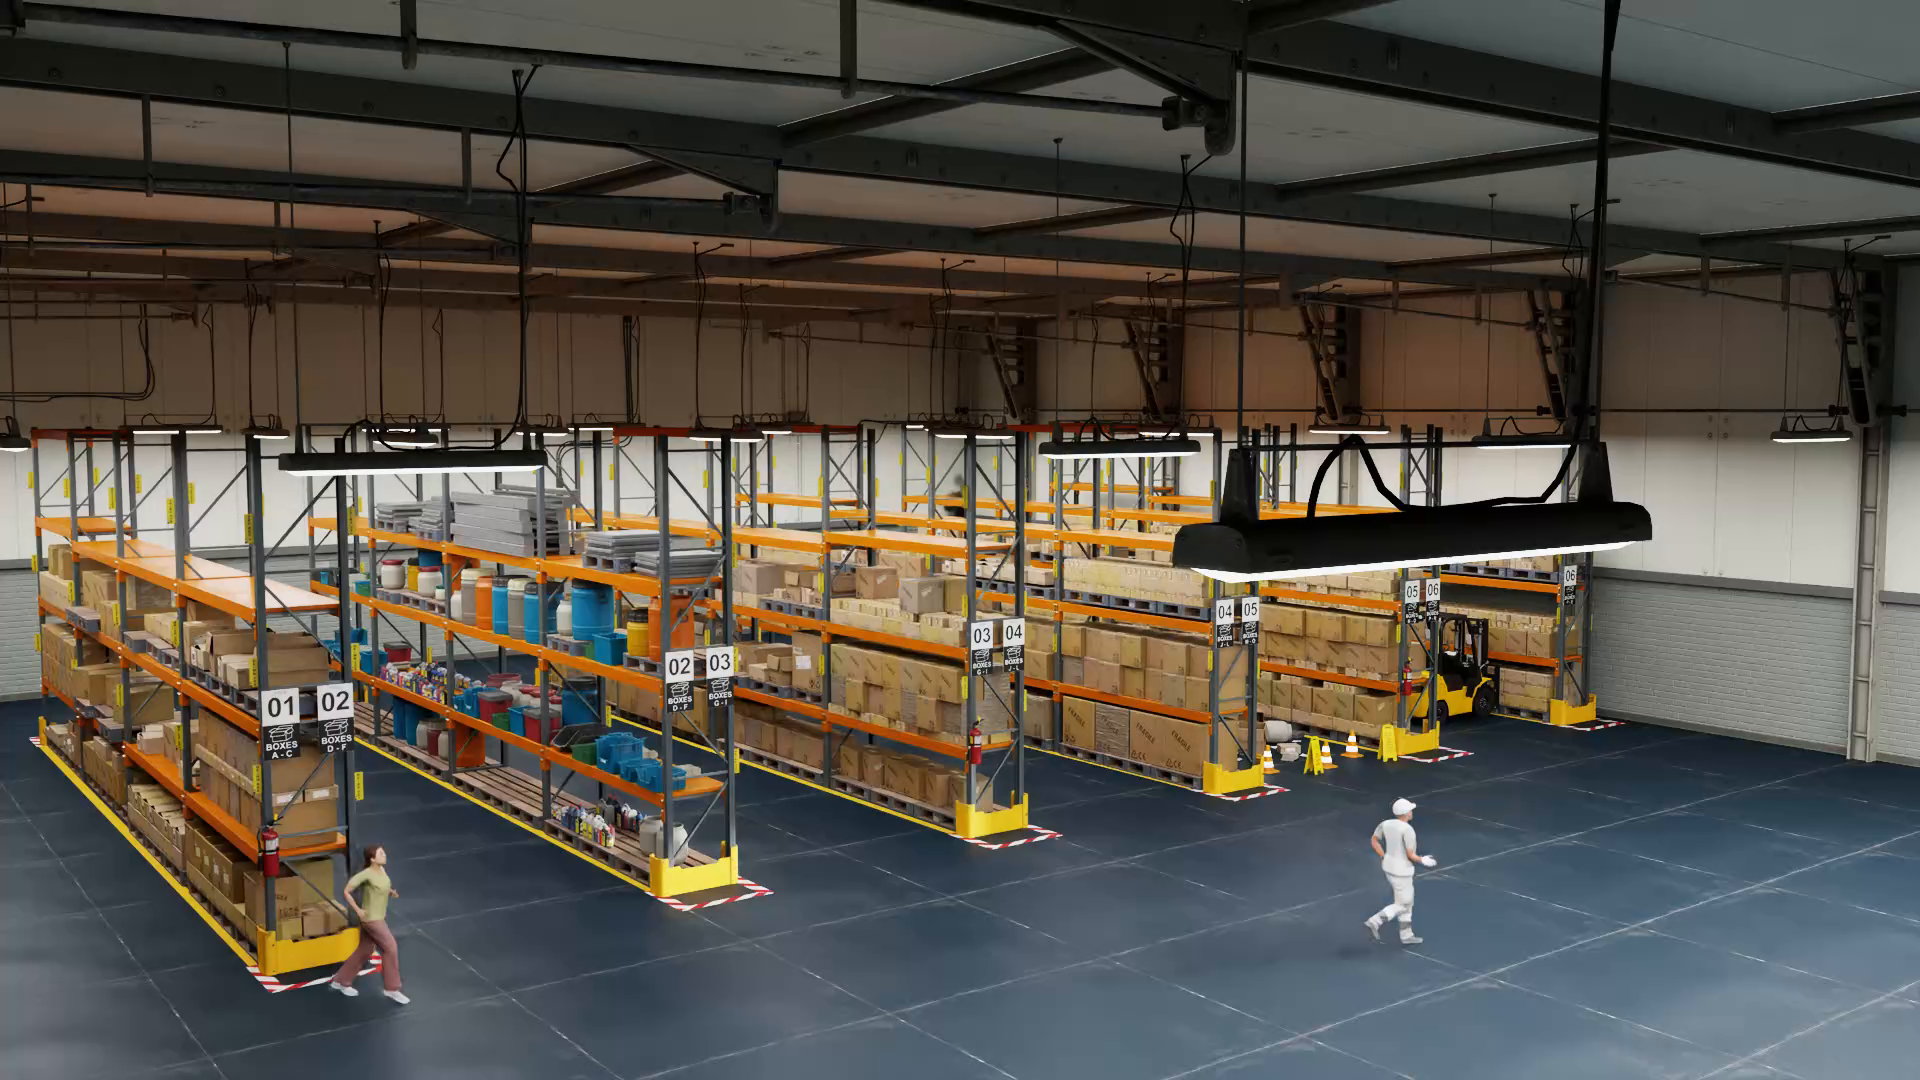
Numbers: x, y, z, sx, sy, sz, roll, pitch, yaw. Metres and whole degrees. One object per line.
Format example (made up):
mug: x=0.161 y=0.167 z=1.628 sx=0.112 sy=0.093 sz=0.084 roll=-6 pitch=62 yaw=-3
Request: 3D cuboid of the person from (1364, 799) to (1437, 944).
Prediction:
person: x=5.092 y=3.917 z=19.534 sx=0.873 sy=1.758 sz=0.628 roll=-2 pitch=5 yaw=-21

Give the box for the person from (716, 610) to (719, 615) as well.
person: x=-5.689 y=2.474 z=38.418 sx=0.649 sy=1.734 sz=0.872 roll=-2 pitch=5 yaw=-29

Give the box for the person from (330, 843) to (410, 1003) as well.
person: x=-6.312 y=4.093 z=17.816 sx=0.850 sy=1.684 sz=0.576 roll=0 pitch=4 yaw=-6
